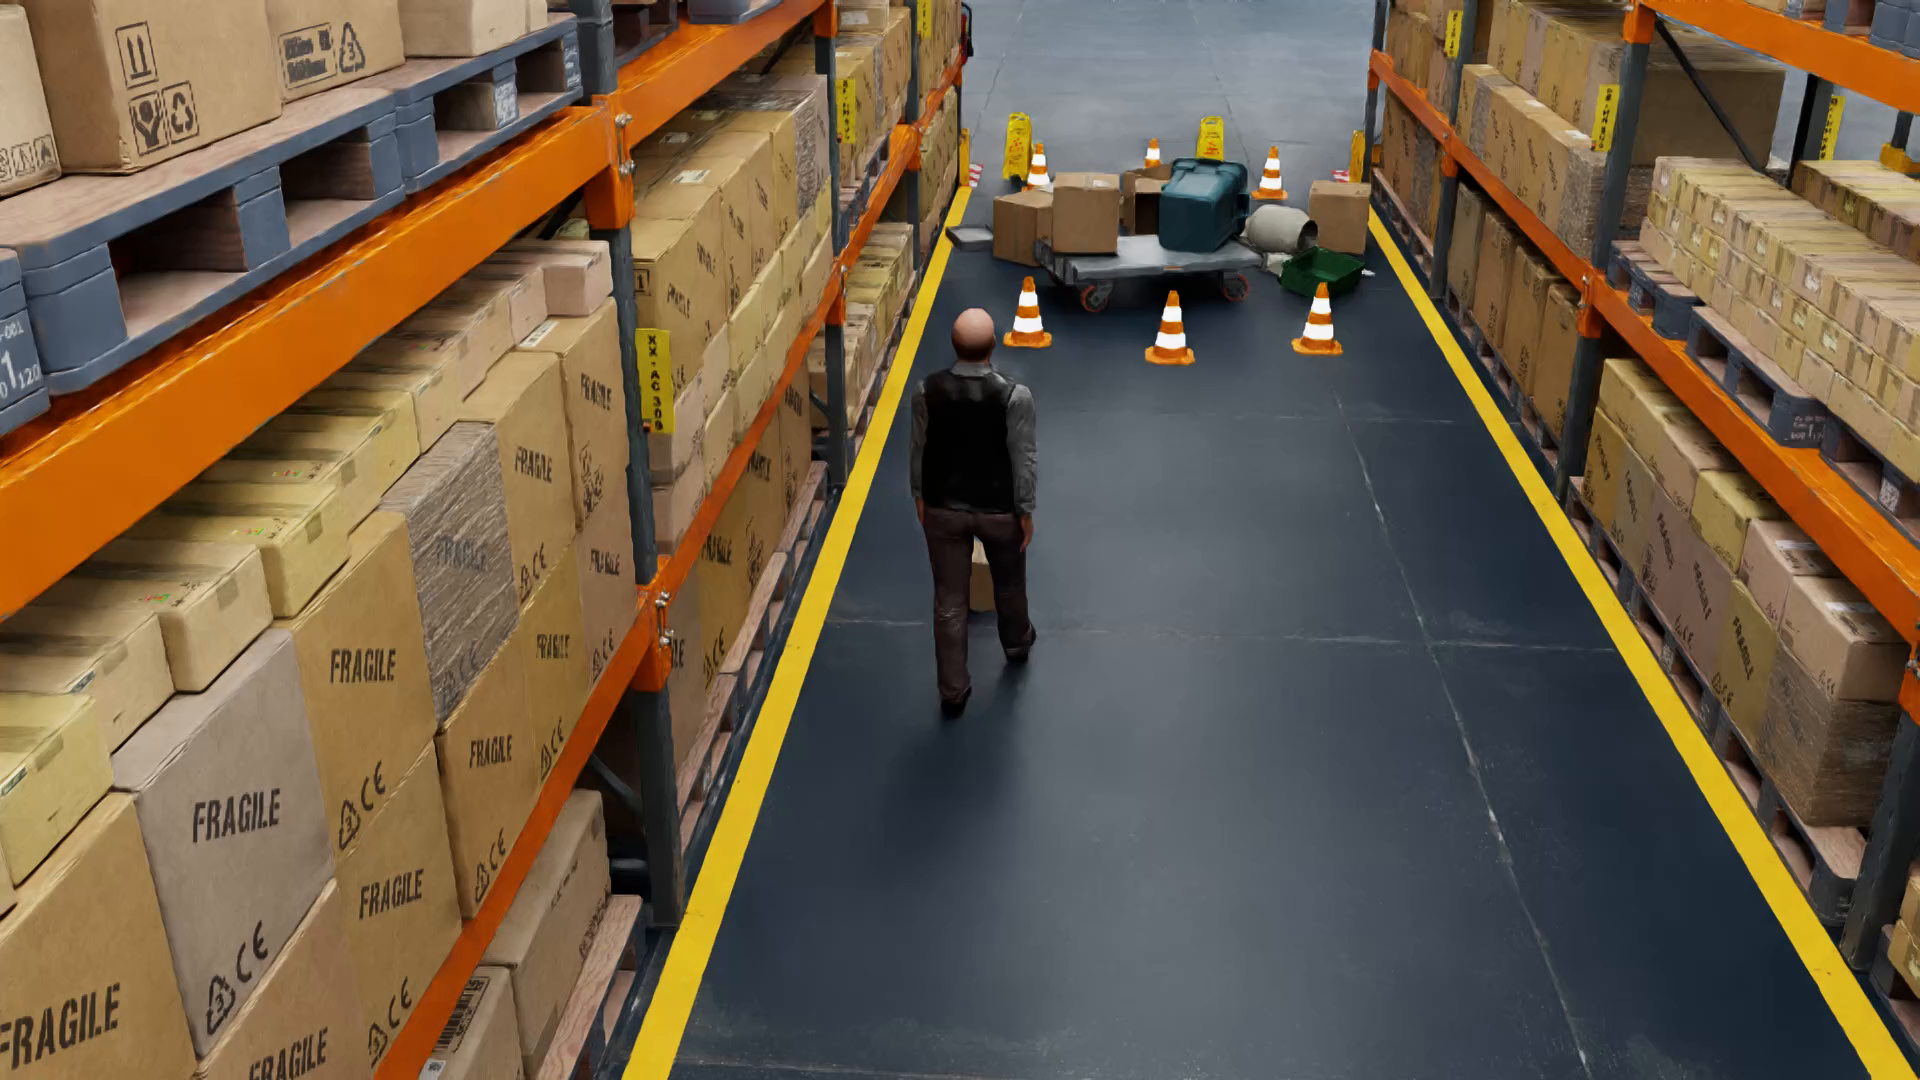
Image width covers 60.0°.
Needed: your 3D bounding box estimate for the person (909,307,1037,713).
[{"bbox_3d":[0.066,-0.182,7.023,0.536,1.706,0.777,3,24,6],"label":"person"}]
